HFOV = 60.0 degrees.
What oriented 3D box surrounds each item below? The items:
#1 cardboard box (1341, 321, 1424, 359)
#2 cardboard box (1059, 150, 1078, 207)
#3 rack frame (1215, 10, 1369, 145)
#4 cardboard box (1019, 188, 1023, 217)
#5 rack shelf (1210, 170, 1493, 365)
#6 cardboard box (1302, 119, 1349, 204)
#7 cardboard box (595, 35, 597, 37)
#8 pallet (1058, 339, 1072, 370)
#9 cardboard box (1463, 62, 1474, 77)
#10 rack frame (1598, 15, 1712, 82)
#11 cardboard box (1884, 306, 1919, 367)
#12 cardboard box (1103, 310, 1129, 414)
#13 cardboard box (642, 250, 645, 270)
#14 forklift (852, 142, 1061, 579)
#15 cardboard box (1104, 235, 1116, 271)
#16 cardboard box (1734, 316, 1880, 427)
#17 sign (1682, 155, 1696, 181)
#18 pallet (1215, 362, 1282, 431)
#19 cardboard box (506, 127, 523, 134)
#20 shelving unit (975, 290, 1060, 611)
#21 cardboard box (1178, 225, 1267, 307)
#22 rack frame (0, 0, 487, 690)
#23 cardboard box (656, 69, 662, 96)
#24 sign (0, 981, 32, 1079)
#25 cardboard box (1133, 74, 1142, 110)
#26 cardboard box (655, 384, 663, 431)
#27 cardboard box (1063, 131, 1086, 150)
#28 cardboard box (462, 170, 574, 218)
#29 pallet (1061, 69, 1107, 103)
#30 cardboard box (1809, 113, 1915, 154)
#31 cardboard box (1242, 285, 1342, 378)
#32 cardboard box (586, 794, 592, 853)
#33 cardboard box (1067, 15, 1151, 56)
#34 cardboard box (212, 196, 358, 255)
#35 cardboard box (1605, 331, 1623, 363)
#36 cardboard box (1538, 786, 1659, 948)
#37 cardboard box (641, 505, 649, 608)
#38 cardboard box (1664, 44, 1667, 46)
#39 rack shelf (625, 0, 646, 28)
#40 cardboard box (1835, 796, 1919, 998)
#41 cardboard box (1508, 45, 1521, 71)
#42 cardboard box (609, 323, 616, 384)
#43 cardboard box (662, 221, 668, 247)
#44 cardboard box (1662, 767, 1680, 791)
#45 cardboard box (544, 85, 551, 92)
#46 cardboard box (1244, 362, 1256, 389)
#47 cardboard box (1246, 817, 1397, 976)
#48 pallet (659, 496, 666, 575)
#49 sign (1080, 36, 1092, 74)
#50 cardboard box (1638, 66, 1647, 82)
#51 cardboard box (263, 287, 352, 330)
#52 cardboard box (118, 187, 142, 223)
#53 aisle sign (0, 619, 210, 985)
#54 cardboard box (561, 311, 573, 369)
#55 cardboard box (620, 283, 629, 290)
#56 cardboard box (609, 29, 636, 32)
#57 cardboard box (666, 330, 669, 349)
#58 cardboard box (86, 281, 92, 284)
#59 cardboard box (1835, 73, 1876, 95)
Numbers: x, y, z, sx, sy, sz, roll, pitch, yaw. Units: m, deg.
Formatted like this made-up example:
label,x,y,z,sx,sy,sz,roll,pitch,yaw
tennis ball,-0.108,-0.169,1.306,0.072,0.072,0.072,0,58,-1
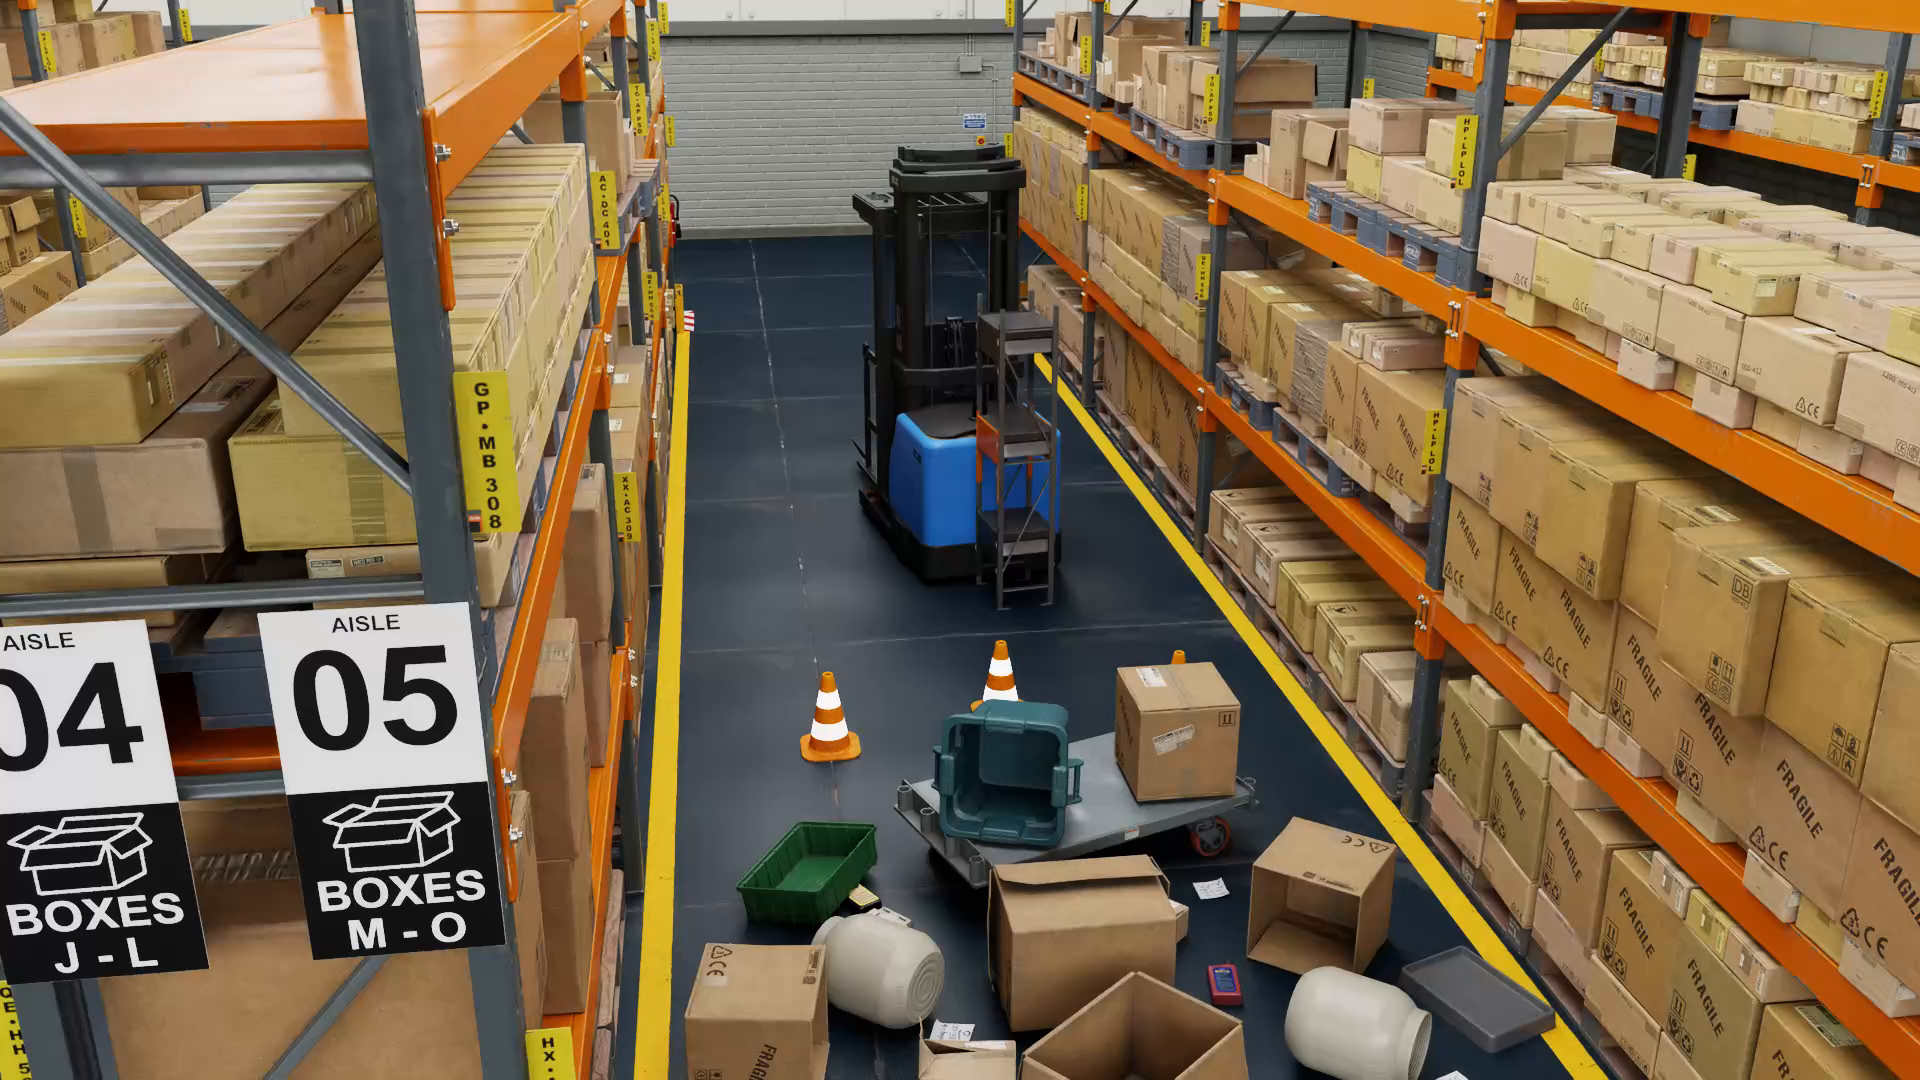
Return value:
label,x,y,z,sx,sy,sz,roll,pitch,yaw
cardboard box,2.375,-1.127,9.351,0.380,0.149,0.250,-4,21,-10
cardboard box,1.280,-3.571,16.417,0.500,0.500,0.500,-3,21,-9
rack frame,2.263,-4.155,10.980,1.000,3.000,0.127,-3,21,-8
cardboard box,0.895,-3.981,18.945,0.500,0.500,0.500,-3,21,-8
rack shelf,2.552,-1.721,9.777,1.077,0.370,4.000,-3,21,-8
cardboard box,2.512,-2.272,10.077,0.797,0.503,0.637,-3,21,-8
cardboard box,-3.757,-4.923,16.253,0.380,0.149,0.250,-2,21,-6
pallet,1.476,-2.114,18.075,1.003,0.211,1.213,-3,21,-8
cardboard box,5.855,-5.261,18.588,0.380,0.149,0.250,-2,21,-7
rack frame,6.598,-5.792,15.362,1.000,3.000,0.127,-3,21,-8
cardboard box,3.036,-0.607,4.988,0.380,0.149,0.250,-3,21,-7
cardboard box,1.855,-1.721,15.472,0.875,0.875,0.875,-2,21,-6
cardboard box,-2.872,-2.359,14.078,0.380,0.149,0.250,-2,21,-5
forklift,-0.178,-1.582,12.762,1.130,2.935,3.031,-6,21,-16
cardboard box,1.574,-2.548,14.751,0.500,0.250,0.500,-3,21,-7
cardboard box,2.925,-0.567,5.448,0.500,0.250,0.500,-2,21,-6
sign,3.376,-1.637,7.787,0.100,0.325,0.005,-3,21,-8
pallet,2.472,-1.014,11.417,1.213,0.211,1.003,-3,21,-8
cardboard box,-2.661,-2.204,9.513,0.500,0.250,0.500,-2,21,-6
shelving unit,0.379,-0.600,11.320,0.431,2.100,0.503,-6,21,-16
cardboard box,1.930,-2.026,12.282,0.500,0.500,0.500,-3,21,-9
rack frame,-1.467,-1.101,2.802,1.000,3.000,0.127,-3,21,-8
cardboard box,-3.211,-4.489,16.376,0.500,0.250,0.500,-2,21,-5
sign,-2.006,1.079,3.547,0.100,0.325,0.005,-3,21,-8
cardboard box,1.604,-3.619,13.422,0.396,0.266,0.258,-1,21,-3
cardboard box,-2.612,-1.036,13.103,0.500,0.250,0.500,-3,21,-7
cardboard box,1.245,-3.995,16.626,0.380,0.149,0.250,-3,21,-8
cardboard box,-1.568,-1.208,5.854,0.380,0.149,0.250,-3,21,-7
pallet,1.579,-4.377,15.989,1.003,0.211,1.213,-3,21,-8
cardboard box,6.861,-3.097,12.648,0.500,0.250,0.500,-4,21,-10
cardboard box,2.181,-1.380,10.956,0.500,0.500,0.500,-2,21,-5
cardboard box,-1.740,0.942,5.692,0.875,0.550,0.500,-3,21,-8
cardboard box,1.461,-4.892,16.350,0.797,0.503,0.637,-1,21,-4
cardboard box,-2.143,-0.996,5.285,0.380,0.149,0.250,-3,21,-8
cardboard box,2.794,-0.772,6.567,0.380,0.149,0.250,-4,21,-9
cardboard box,2.820,1.362,7.039,0.500,0.500,0.500,-2,21,-5
cardboard box,-2.622,0.012,11.011,1.050,0.750,0.750,-3,21,-8
cardboard box,6.757,-4.554,15.526,0.380,0.149,0.250,-3,21,-9
rack shelf,-2.909,-4.039,12.268,1.077,0.370,4.000,-3,21,-8
cardboard box,3.066,1.065,5.010,0.500,0.500,0.500,-3,21,-9
cardboard box,6.068,-5.143,17.700,0.500,0.250,0.500,-3,21,-9
cardboard box,-2.491,-1.245,10.189,0.700,0.500,0.500,-3,21,-9
cardboard box,-3.134,-3.163,16.329,0.500,0.500,0.500,-3,21,-9
cardboard box,2.950,0.894,6.395,0.380,0.149,0.250,-3,21,-8
cardboard box,-3.024,-3.175,11.405,0.396,0.266,0.258,-3,21,-8
cardboard box,2.128,-1.105,11.148,0.380,0.149,0.250,-4,21,-11
cardboard box,1.648,1.649,7.582,0.500,0.500,0.500,12,24,29
pallet,-2.731,-0.025,12.480,1.003,0.211,1.213,-3,21,-8
sign,1.138,-4.386,15.033,0.100,0.325,0.005,-3,21,-8
cardboard box,6.384,-4.215,15.043,0.380,0.149,0.250,-3,21,-7
cardboard box,-1.957,-0.511,4.555,0.500,0.250,0.500,-3,21,-8
cardboard box,-8.079,-3.180,15.661,0.500,0.500,0.500,-4,21,-9
aisle sign,-1.754,0.531,3.291,0.394,0.787,0.004,-3,21,-8
cardboard box,-1.489,-0.655,5.513,0.380,0.149,0.250,-3,21,-8
cardboard box,-2.568,-1.766,12.066,0.380,0.149,0.250,-3,21,-8
cardboard box,-3.192,-4.861,16.088,0.380,0.149,0.250,-4,21,-9
cardboard box,-3.155,-2.034,16.923,0.380,0.149,0.250,-3,21,-8
cardboard box,-7.833,-2.232,14.763,0.380,0.149,0.250,-3,21,-8
cardboard box,6.899,-3.458,12.620,0.380,0.149,0.250,-4,21,-10
